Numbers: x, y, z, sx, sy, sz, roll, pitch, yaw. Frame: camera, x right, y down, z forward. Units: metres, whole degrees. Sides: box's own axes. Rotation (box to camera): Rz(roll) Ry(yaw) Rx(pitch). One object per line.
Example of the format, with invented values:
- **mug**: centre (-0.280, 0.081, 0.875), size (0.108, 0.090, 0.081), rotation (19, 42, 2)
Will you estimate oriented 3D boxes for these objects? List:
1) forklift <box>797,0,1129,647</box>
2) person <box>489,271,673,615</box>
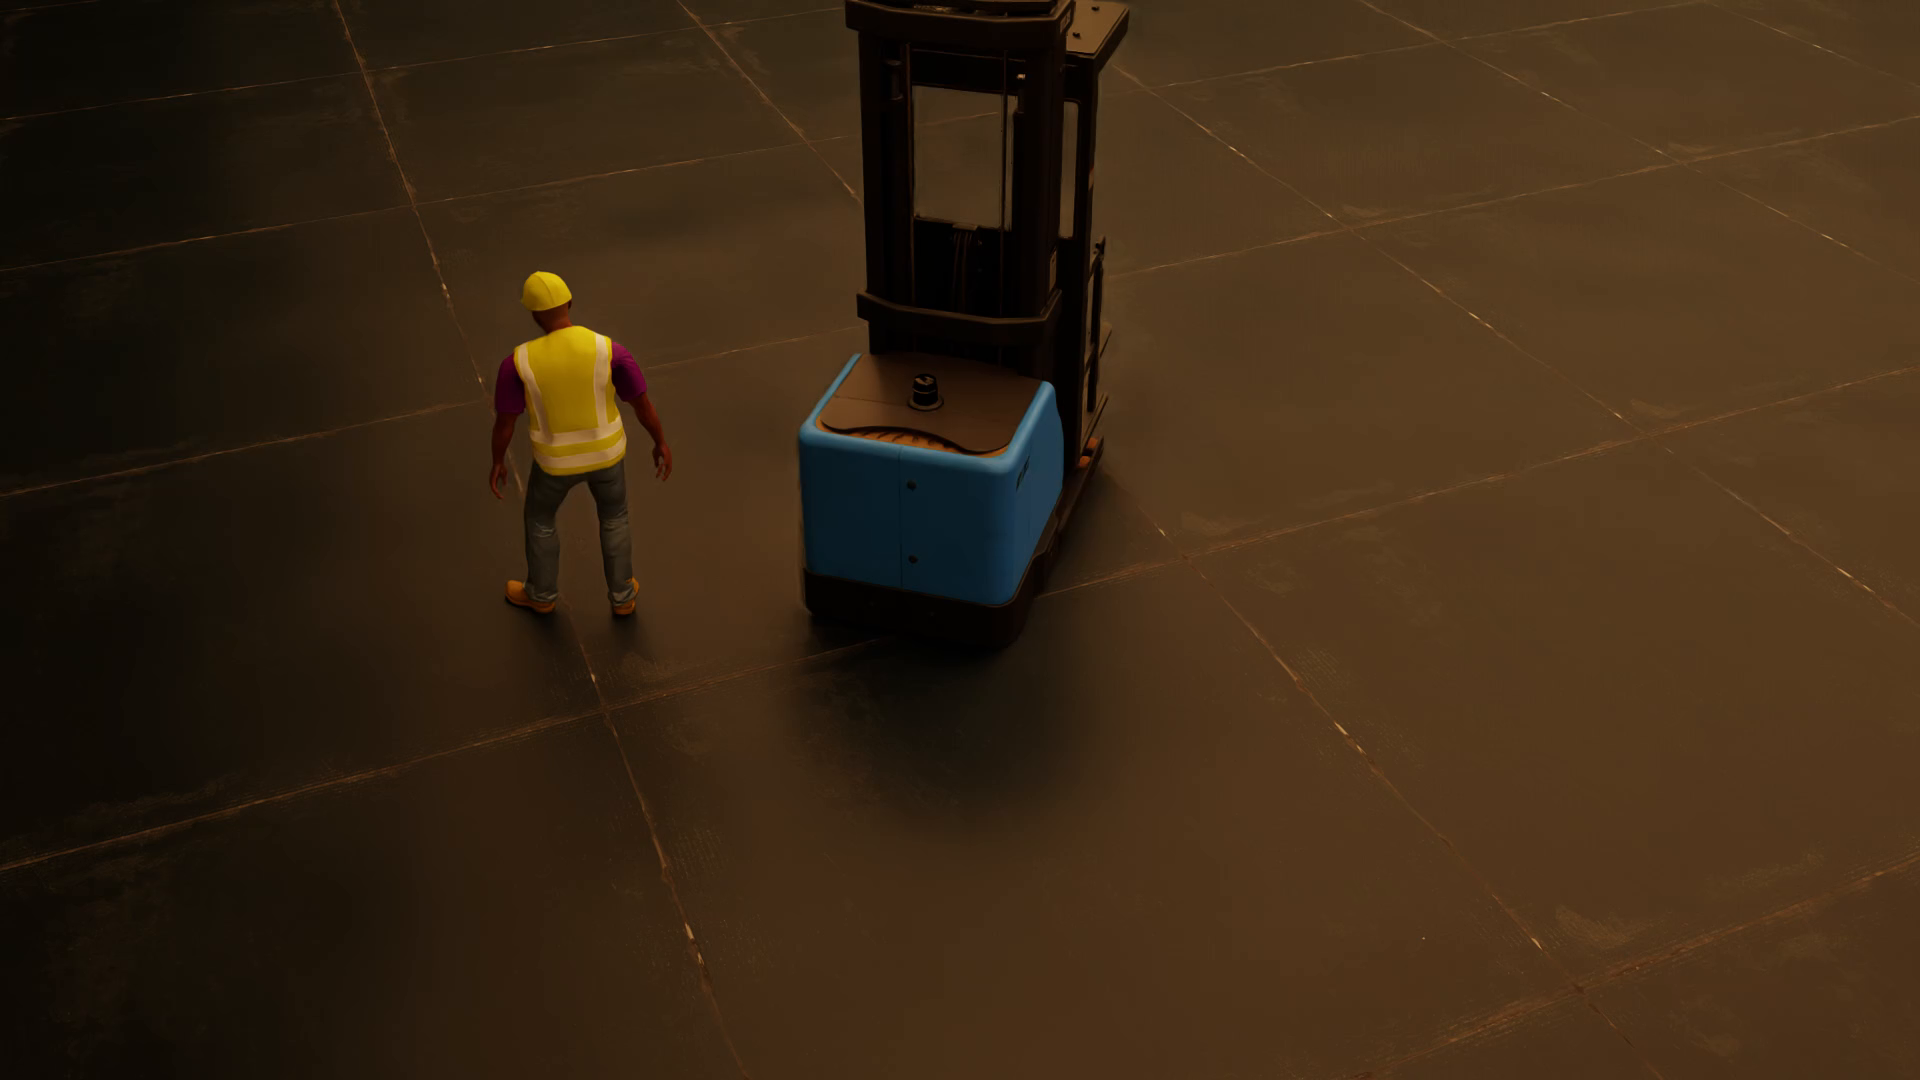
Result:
- **forklift**: centre (0.161, -1.544, 8.270), size (1.130, 2.935, 3.031), rotation (10, 37, 14)
- **person**: centre (-1.800, -0.434, 7.745), size (0.871, 1.731, 0.449), rotation (-9, 36, -13)
